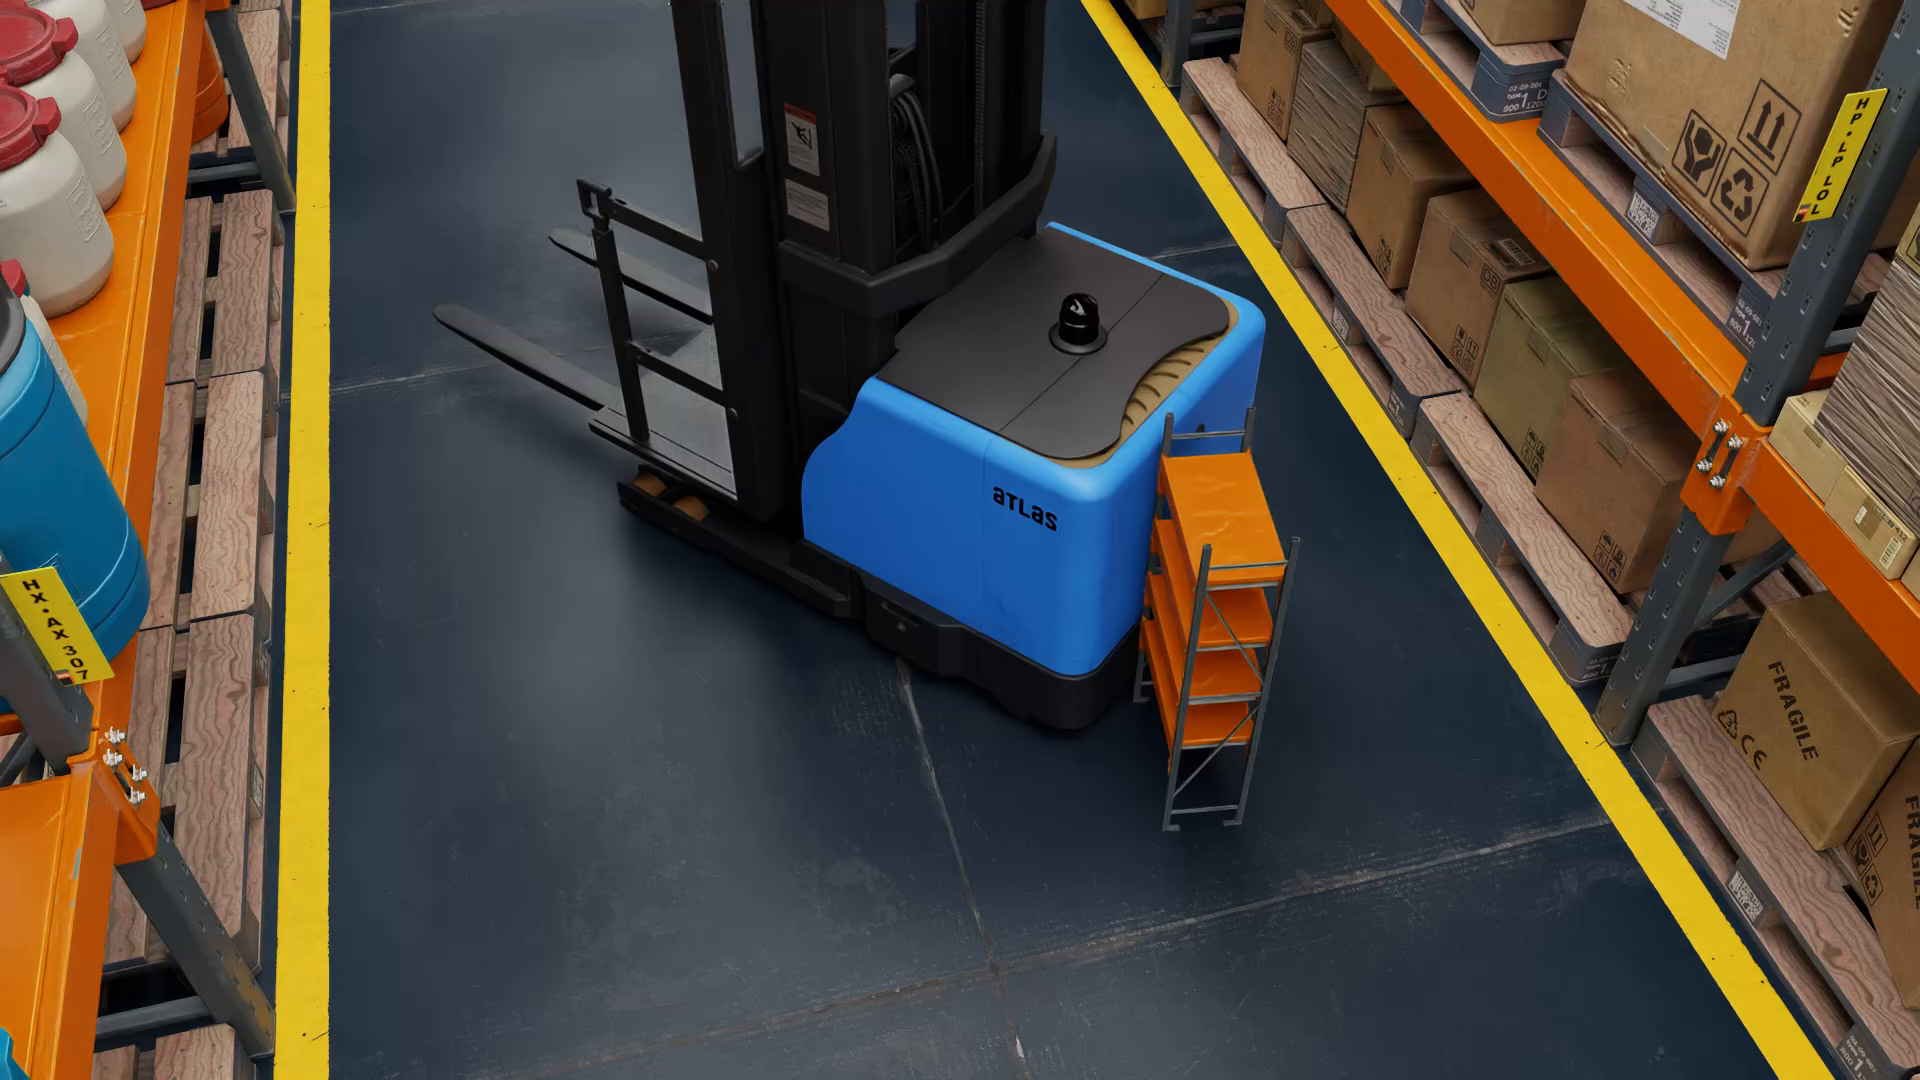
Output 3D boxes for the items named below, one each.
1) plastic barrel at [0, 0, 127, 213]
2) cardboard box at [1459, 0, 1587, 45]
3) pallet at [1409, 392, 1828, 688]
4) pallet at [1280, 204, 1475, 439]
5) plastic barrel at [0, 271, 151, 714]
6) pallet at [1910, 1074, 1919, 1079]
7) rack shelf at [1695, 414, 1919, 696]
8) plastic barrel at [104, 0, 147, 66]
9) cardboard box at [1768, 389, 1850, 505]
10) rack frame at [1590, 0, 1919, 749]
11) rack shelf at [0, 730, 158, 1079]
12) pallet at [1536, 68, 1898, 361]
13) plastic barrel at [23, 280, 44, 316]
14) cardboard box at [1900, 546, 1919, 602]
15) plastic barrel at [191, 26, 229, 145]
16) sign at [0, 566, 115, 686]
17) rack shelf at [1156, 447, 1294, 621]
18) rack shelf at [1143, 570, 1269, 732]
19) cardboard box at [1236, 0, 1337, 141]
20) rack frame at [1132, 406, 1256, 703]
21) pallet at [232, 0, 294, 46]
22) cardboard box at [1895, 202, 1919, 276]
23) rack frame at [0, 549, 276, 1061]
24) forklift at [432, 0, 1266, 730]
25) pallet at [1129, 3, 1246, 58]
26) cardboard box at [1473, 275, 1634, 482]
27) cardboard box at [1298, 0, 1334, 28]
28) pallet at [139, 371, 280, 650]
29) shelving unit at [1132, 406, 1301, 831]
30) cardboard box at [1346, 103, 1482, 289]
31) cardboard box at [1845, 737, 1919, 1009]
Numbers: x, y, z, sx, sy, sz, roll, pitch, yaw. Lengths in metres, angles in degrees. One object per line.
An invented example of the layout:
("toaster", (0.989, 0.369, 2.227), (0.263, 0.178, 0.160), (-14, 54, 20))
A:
("plastic barrel", (-2.647, -1.189, 4.720), (0.433, 0.535, 0.433), (0, 46, 0))
("cardboard box", (1.939, -1.904, 5.150), (0.797, 0.503, 0.637), (-6, 46, -6))
("pallet", (2.272, -0.102, 5.703), (1.003, 0.211, 1.213), (-11, 47, -10))
("pallet", (1.956, -0.946, 6.530), (1.003, 0.211, 1.213), (-11, 47, -10))
("plastic barrel", (-2.122, -0.133, 3.429), (0.600, 0.901, 0.708), (-11, 47, -10))
("pallet", (2.994, 1.736, 3.901), (1.003, 0.211, 1.213), (-11, 47, -10))
("rack shelf", (2.984, 1.091, 3.084), (1.077, 0.370, 4.000), (-11, 47, -10))
("plastic barrel", (-2.870, -1.765, 5.301), (0.421, 0.512, 0.421), (0, 46, 0))
("cardboard box", (2.237, -0.250, 4.070), (0.380, 0.149, 0.250), (-11, 47, -10))
("rack frame", (2.472, -0.541, 4.180), (1.000, 3.000, 0.127), (-11, 47, -10))
("rack shelf", (-1.804, 1.997, 2.196), (1.077, 0.370, 4.000), (-11, 47, -10))
("pallet", (2.417, -1.028, 4.792), (1.003, 0.211, 1.213), (-11, 47, -10))
("plastic barrel", (-2.506, -0.529, 4.265), (0.301, 0.262, 0.301), (0, 46, 0))
("cardboard box", (2.379, 0.093, 3.735), (0.380, 0.149, 0.250), (-11, 47, -10))
("plastic barrel", (-3.481, -2.119, 6.952), (0.600, 0.830, 0.708), (-11, 47, -10))
("sign", (-1.781, 0.175, 3.285), (0.100, 0.325, 0.005), (-11, 47, -10))
("rack shelf", (0.689, -0.023, 4.382), (0.258, 0.148, 0.480), (-4, 46, -4))
("rack shelf", (0.689, 0.299, 4.711), (0.258, 0.148, 0.480), (-4, 46, -4))
("cardboard box", (1.639, -2.123, 7.172), (0.700, 0.500, 0.500), (-13, 47, -12))
("rack frame", (0.665, 0.079, 4.832), (0.240, 1.200, 0.015), (-4, 46, -4))
("pallet", (-3.890, -2.799, 8.345), (1.003, 0.211, 1.213), (-11, 47, -10))
("cardboard box", (2.342, -0.673, 3.331), (0.500, 0.500, 0.500), (-11, 47, -10))
("rack frame", (-2.316, 0.364, 3.293), (1.000, 3.000, 0.127), (-11, 47, -10))
("forklift", (-0.570, -1.298, 4.970), (3.031, 2.935, 1.130), (27, 51, 24))
("pallet", (1.319, -2.885, 8.429), (1.003, 0.211, 1.213), (-11, 47, -10))
("cardboard box", (2.232, -0.581, 5.661), (0.700, 0.500, 0.500), (-11, 47, -11))
("cardboard box", (1.649, -2.387, 6.906), (0.500, 0.250, 0.500), (-9, 46, -9))
("pallet", (-2.870, -0.039, 5.640), (1.003, 0.211, 1.213), (-11, 47, -10))
("shelving unit", (0.689, 0.252, 4.663), (0.258, 1.200, 0.503), (-4, 46, -4))
("cardboard box", (1.945, -1.352, 6.417), (0.700, 0.500, 0.500), (-7, 46, -7))
("cardboard box", (2.690, 0.864, 4.259), (0.500, 0.500, 0.500), (3, 46, 2))
